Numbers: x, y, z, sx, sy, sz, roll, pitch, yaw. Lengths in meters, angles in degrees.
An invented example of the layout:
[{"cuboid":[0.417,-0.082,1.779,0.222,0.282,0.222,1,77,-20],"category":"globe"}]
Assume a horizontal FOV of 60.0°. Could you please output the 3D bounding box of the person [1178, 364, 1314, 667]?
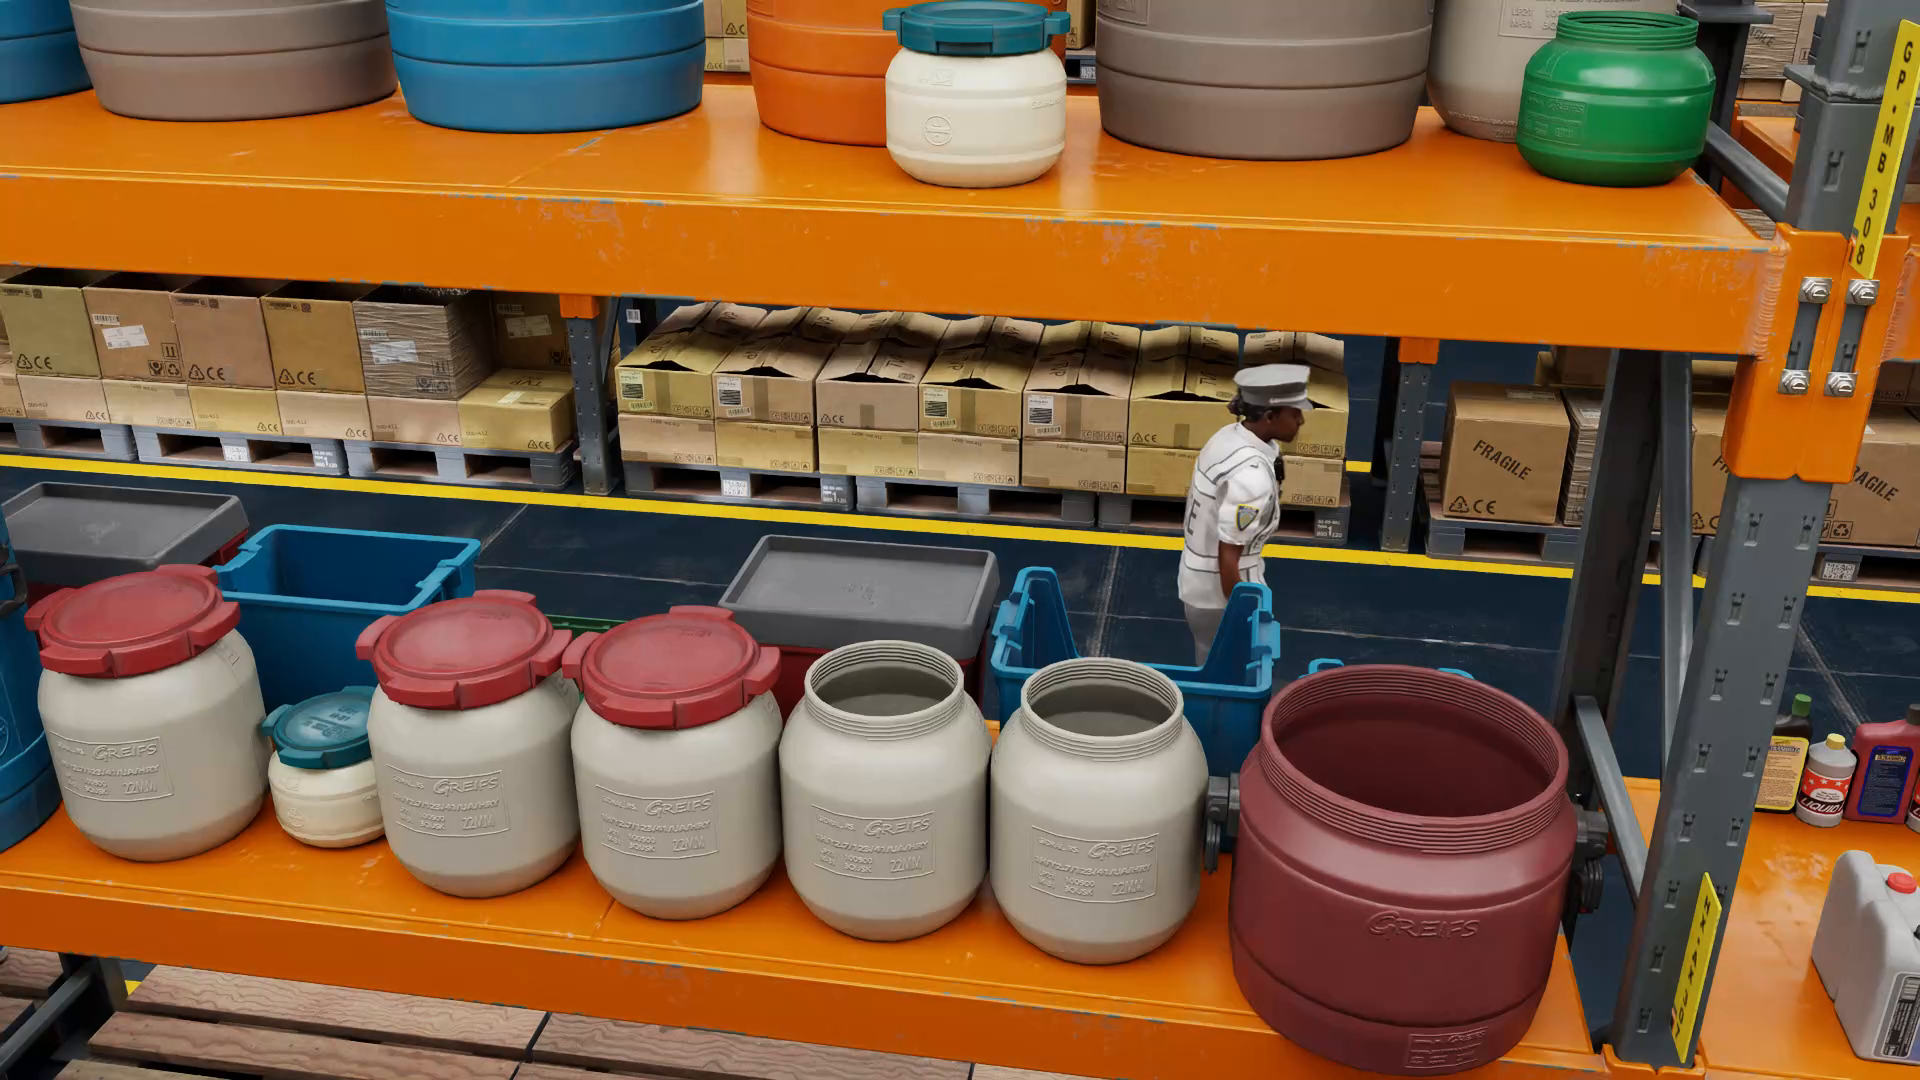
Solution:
[{"cuboid":[0.943,0.203,5.676,0.399,1.658,0.518,4,25,8],"category":"person"}]
